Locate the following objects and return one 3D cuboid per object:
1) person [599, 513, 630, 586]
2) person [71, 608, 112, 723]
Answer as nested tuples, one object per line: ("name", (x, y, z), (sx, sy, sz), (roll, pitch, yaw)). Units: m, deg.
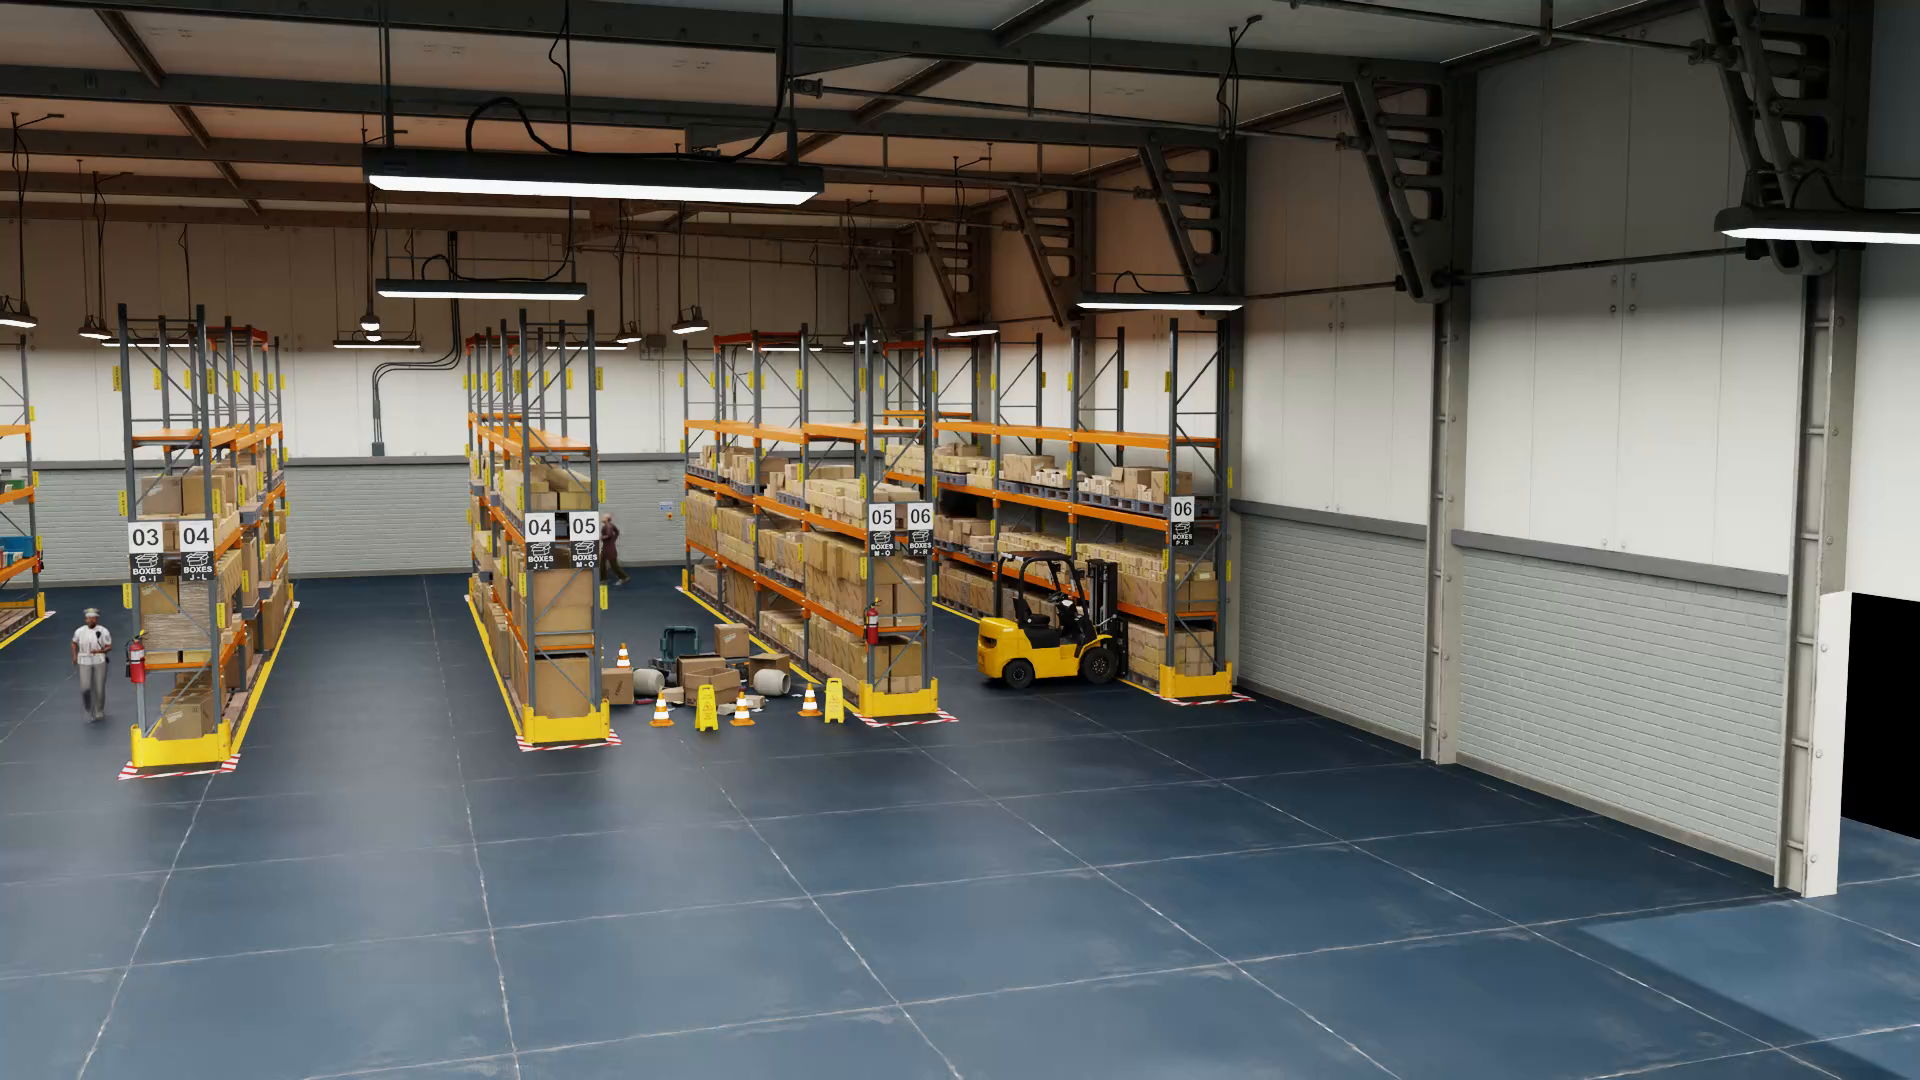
("person", (-8.534, 0.269, 40.652), (0.822, 1.845, 0.690), (-1, 6, -13))
("person", (-12.776, 1.844, 24.475), (0.546, 1.695, 0.666), (-3, 6, -25))
